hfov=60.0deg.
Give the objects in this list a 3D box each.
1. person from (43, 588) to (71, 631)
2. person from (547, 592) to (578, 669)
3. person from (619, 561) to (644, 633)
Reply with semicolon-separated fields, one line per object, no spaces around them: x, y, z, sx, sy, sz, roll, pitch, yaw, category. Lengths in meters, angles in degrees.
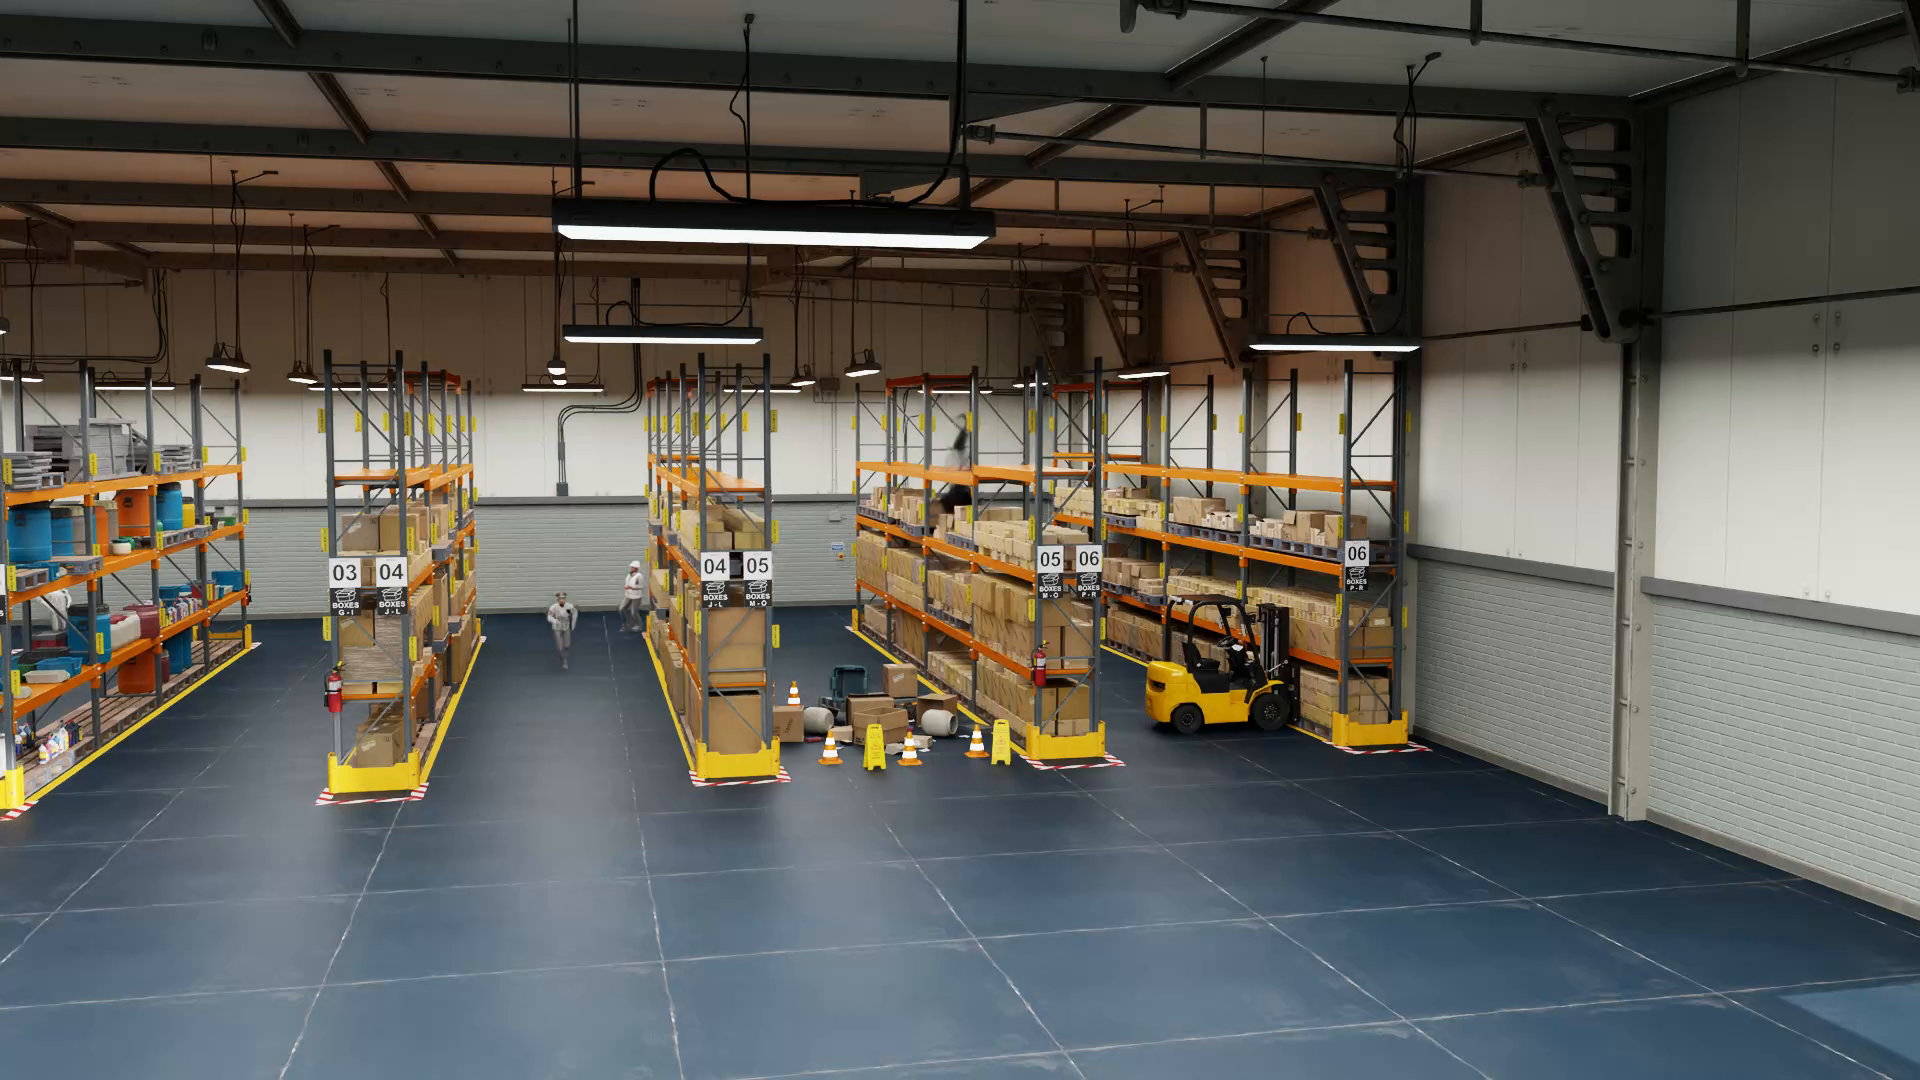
-20.102;1.599;37.094;0.603;1.654;0.535;-3;5;-41;person
-8.115;1.849;33.980;0.605;1.616;0.673;-1;4;-14;person
-7.831;1.374;39.956;0.708;1.775;0.715;3;5;37;person
